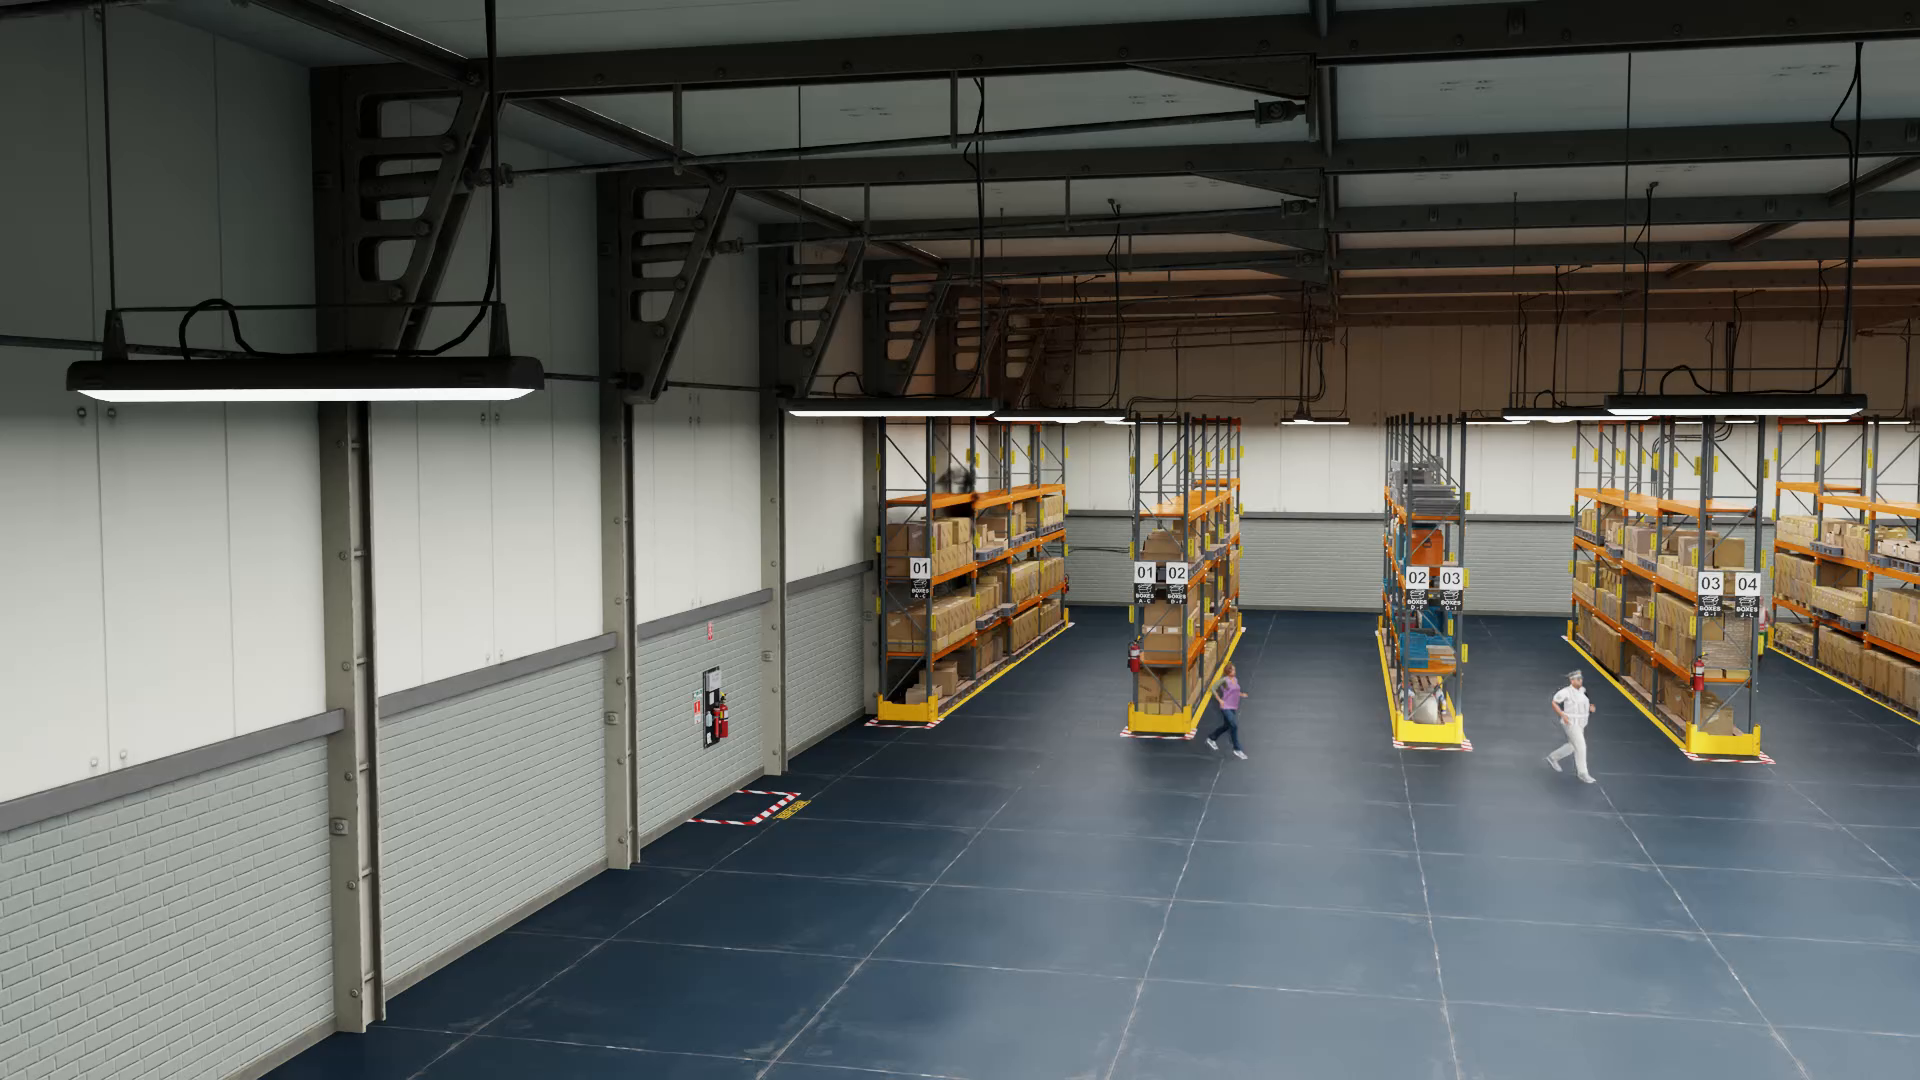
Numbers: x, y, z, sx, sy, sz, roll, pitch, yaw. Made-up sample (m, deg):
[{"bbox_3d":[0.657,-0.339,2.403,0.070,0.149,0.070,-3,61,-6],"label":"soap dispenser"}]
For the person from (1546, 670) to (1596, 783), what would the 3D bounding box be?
[{"bbox_3d":[10.007,3.004,27.142,0.646,1.801,0.913,-3,5,-39],"label":"person"}]

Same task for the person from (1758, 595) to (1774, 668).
[{"bbox_3d":[18.992,2.179,39.541,0.665,1.737,0.582,1,4,16],"label":"person"}]

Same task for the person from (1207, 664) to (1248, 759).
[{"bbox_3d":[4.659,2.956,28.953,0.856,1.612,0.537,3,5,40],"label":"person"}]
